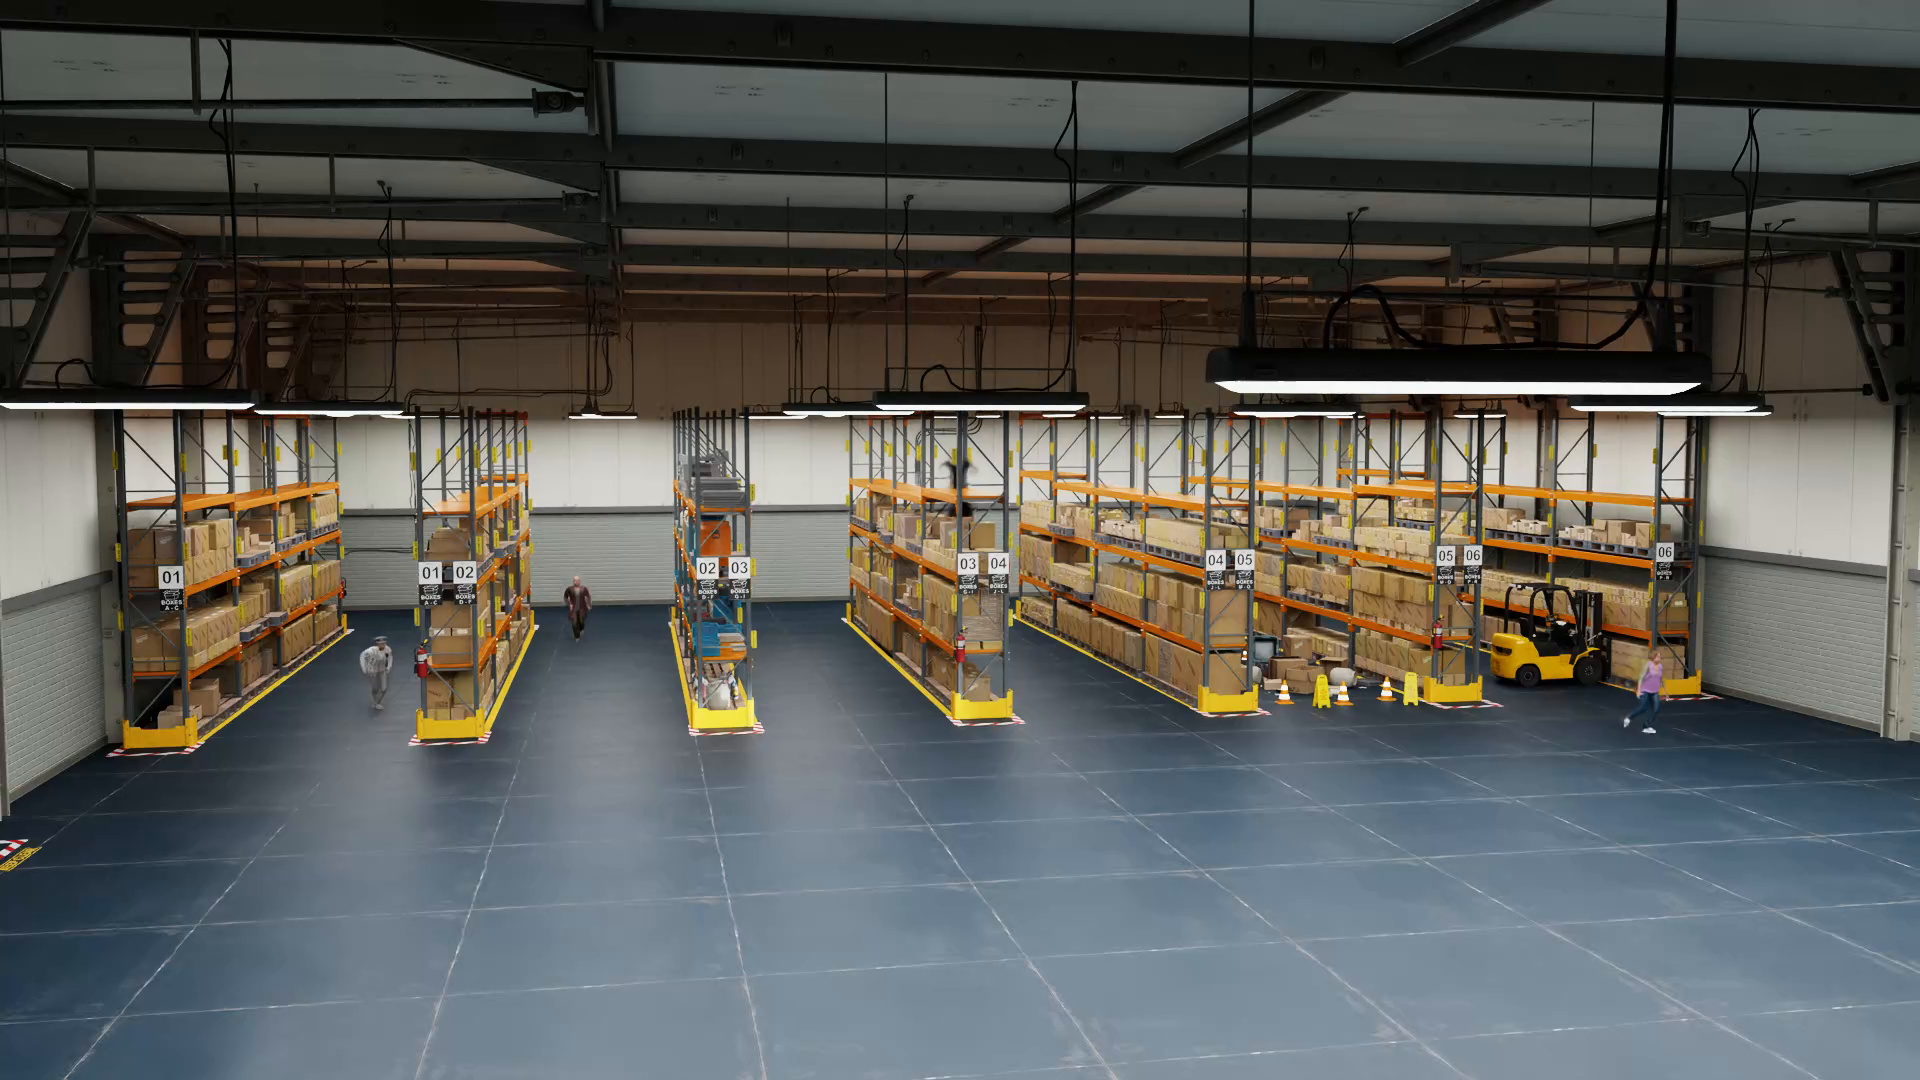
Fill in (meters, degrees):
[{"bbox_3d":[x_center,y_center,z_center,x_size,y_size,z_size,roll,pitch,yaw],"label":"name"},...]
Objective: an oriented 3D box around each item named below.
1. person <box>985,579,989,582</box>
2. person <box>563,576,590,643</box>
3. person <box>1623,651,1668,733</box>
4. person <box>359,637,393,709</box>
[{"bbox_3d":[0.978,1.336,49.746,0.640,1.729,0.687,1,4,12],"label":"person"},{"bbox_3d":[-9.935,1.799,43.160,0.692,1.724,0.675,-1,4,-15],"label":"person"},{"bbox_3d":[12.612,2.774,30.608,0.610,1.533,0.586,-1,4,-16],"label":"person"},{"bbox_3d":[-11.624,2.641,33.101,0.641,1.484,0.818,-3,5,-34],"label":"person"}]
